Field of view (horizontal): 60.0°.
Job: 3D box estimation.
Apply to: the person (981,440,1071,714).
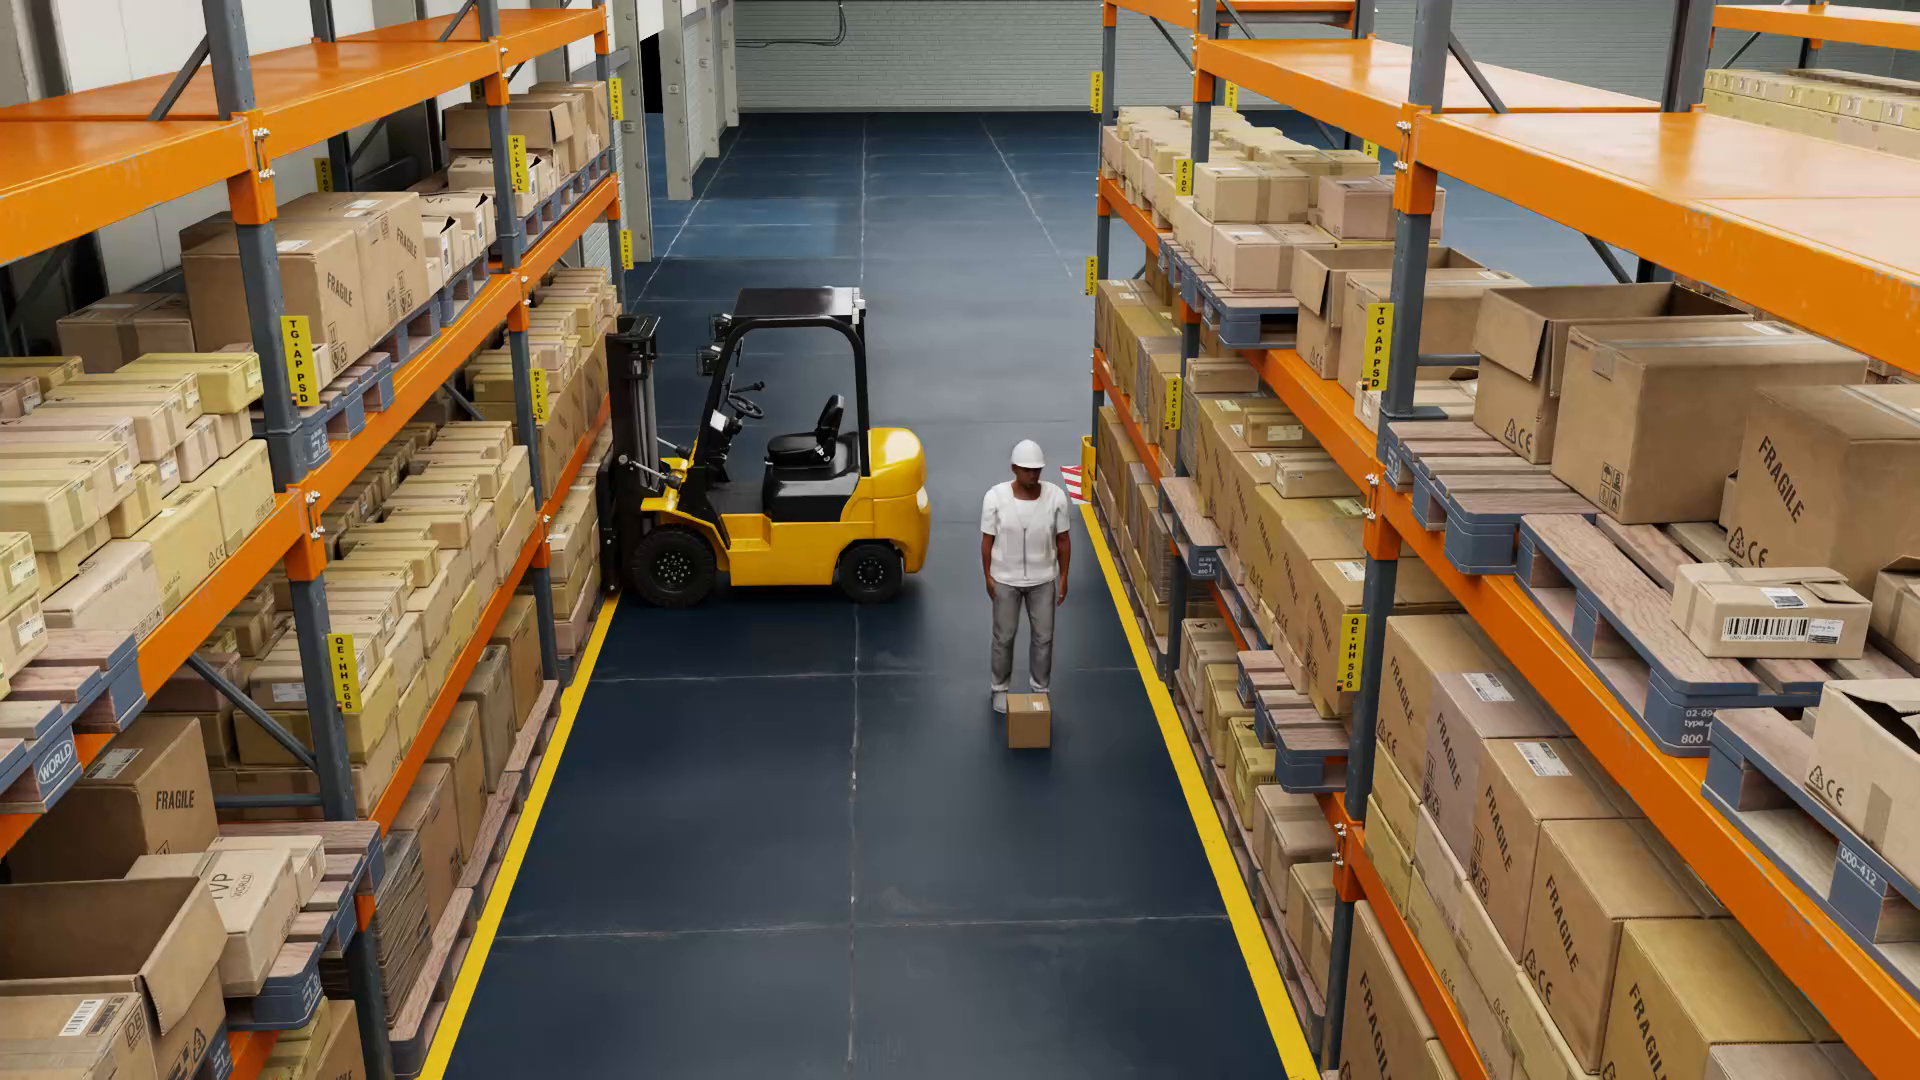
[{"bbox_3d":[0.412,0.237,10.415,0.563,1.767,0.366,-1,20,-2],"label":"person"}]
